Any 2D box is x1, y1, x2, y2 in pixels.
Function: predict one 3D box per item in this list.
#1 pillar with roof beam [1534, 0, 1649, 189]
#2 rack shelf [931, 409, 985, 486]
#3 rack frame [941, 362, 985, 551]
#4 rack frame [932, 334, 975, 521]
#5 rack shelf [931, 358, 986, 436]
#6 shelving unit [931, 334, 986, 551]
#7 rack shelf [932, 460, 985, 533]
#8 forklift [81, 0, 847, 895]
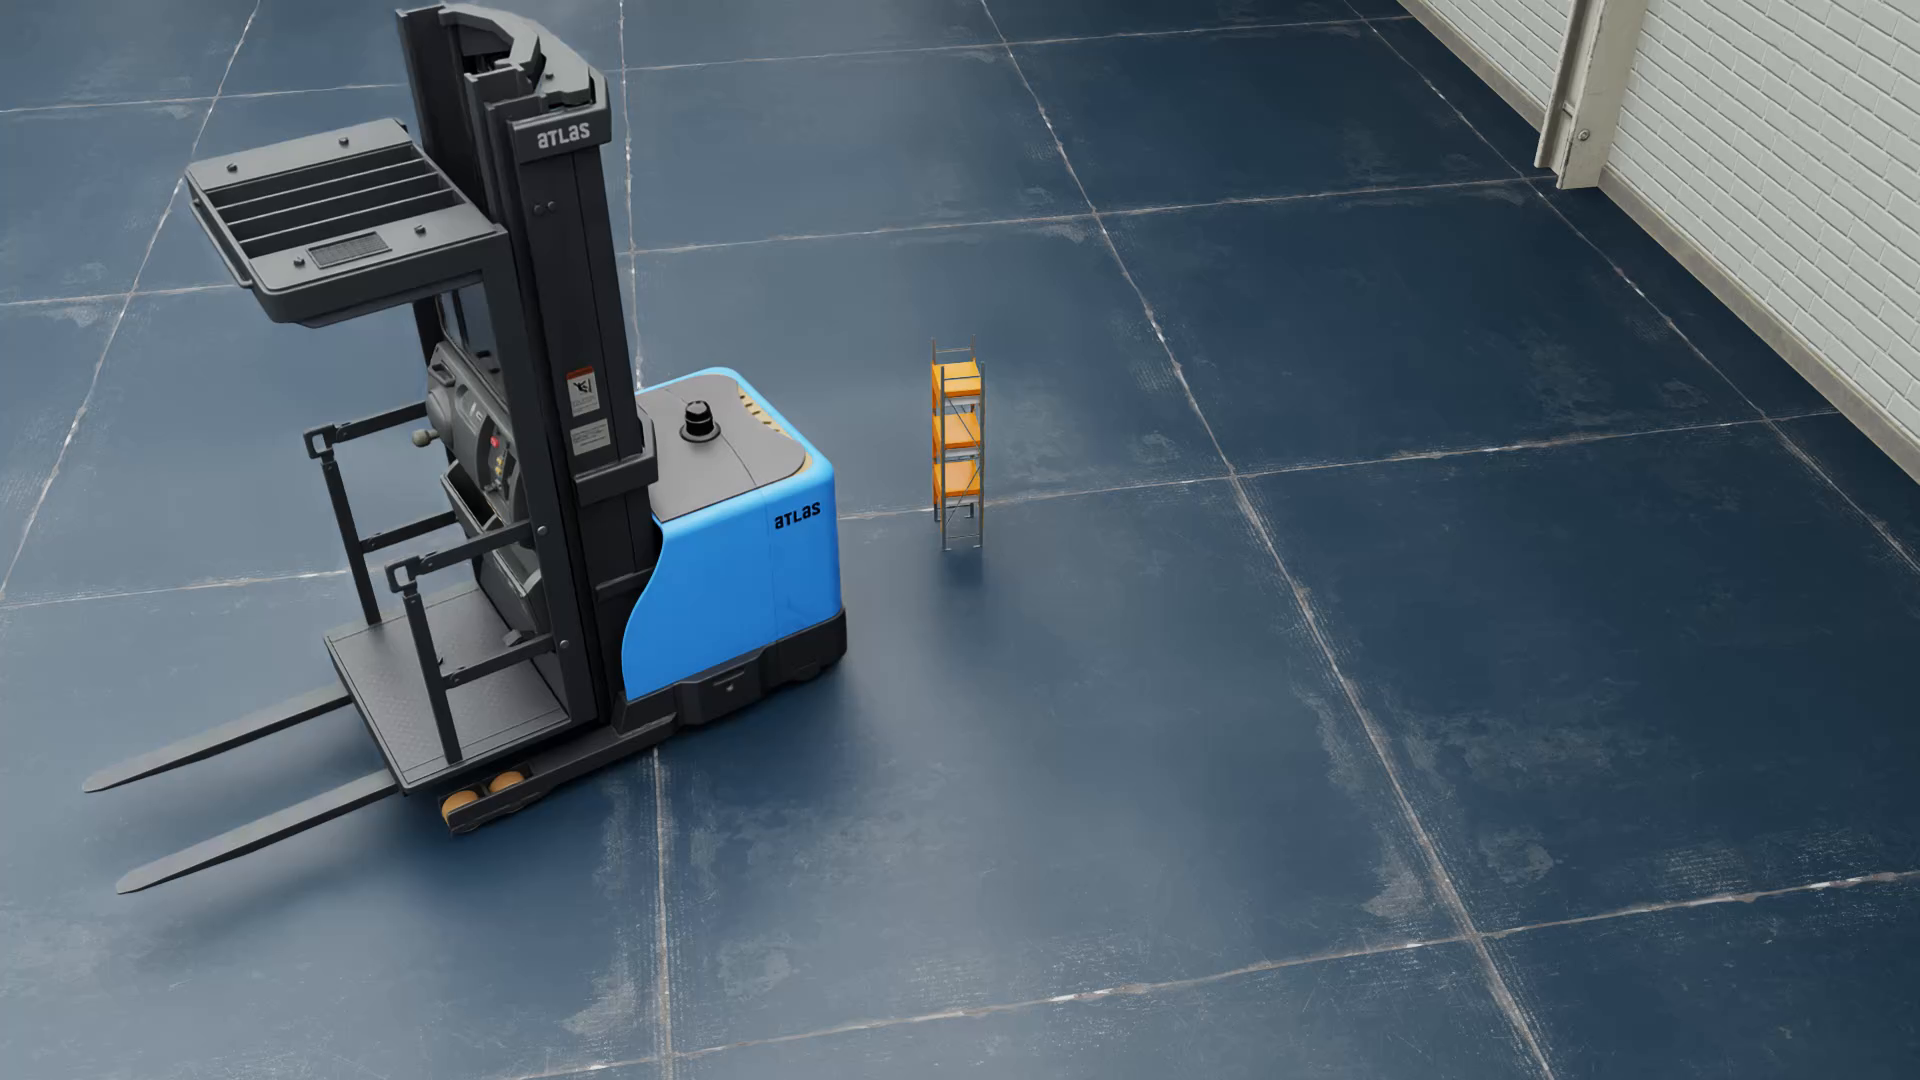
[{"bbox_3d":[-0.088,-5.586,8.005,9.100,9.000,0.400,-6,38,-8],"label":"pillar with roof beam"},{"bbox_3d":[-0.009,-0.439,7.876,0.215,0.259,0.240,-6,38,-8],"label":"rack shelf"},{"bbox_3d":[0.012,-0.373,7.775,0.200,1.050,0.008,-6,38,-8],"label":"rack frame"},{"bbox_3d":[-0.031,-0.521,7.964,0.200,1.050,0.008,-6,38,-8],"label":"rack frame"},{"bbox_3d":[-0.009,-0.663,7.702,0.215,0.259,0.240,-6,38,-8],"label":"rack shelf"},{"bbox_3d":[-0.009,-0.447,7.869,0.215,1.050,0.252,-6,38,-8],"label":"shelving unit"},{"bbox_3d":[-0.009,-0.219,8.046,0.215,0.259,0.240,-6,38,-8],"label":"rack shelf"},{"bbox_3d":[-2.015,-0.361,6.226,3.031,2.935,1.130,-22,43,-26],"label":"forklift"}]
